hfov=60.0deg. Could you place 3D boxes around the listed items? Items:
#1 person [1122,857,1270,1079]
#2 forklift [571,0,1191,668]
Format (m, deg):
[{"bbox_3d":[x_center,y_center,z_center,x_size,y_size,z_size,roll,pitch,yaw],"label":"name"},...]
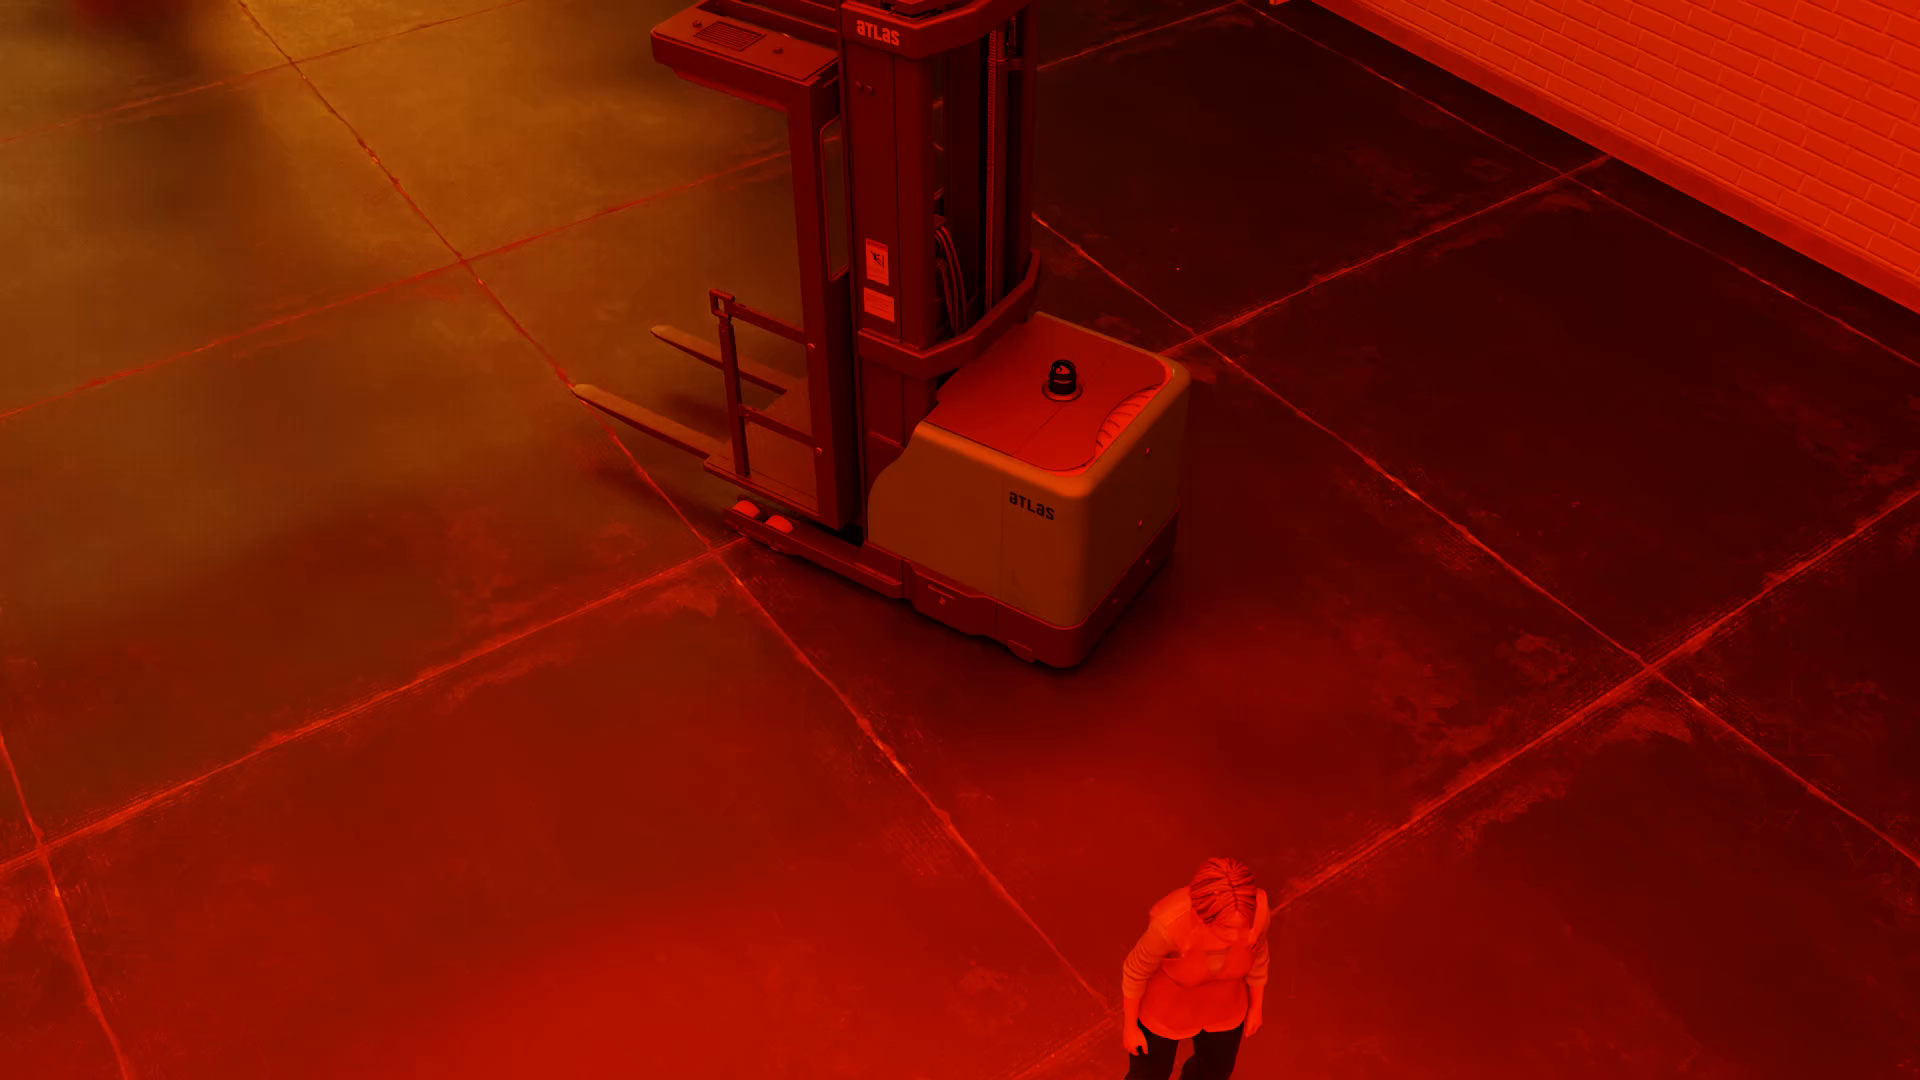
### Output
[{"bbox_3d":[0.712,1.456,5.124,0.464,1.592,0.345,-8,43,-9],"label":"person"},{"bbox_3d":[-0.511,-1.302,7.129,3.031,2.935,1.130,24,48,24],"label":"forklift"}]
